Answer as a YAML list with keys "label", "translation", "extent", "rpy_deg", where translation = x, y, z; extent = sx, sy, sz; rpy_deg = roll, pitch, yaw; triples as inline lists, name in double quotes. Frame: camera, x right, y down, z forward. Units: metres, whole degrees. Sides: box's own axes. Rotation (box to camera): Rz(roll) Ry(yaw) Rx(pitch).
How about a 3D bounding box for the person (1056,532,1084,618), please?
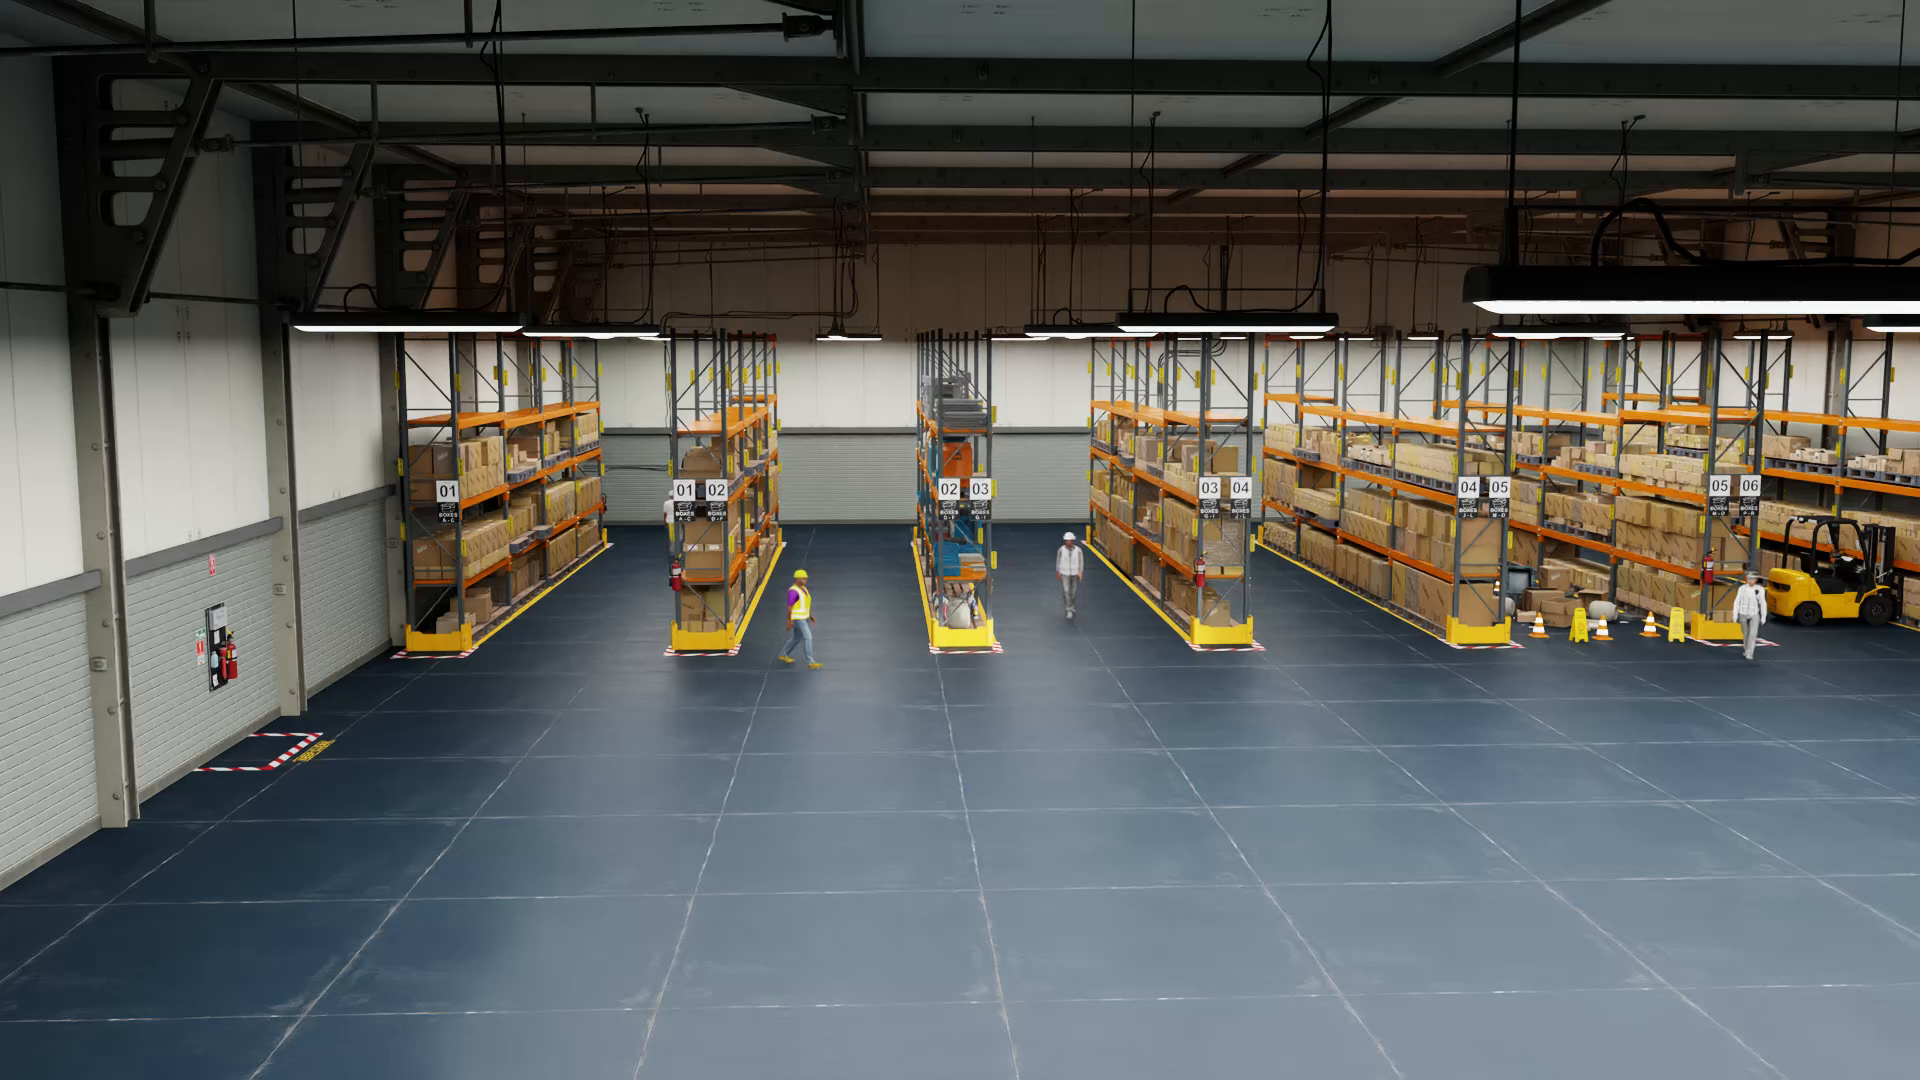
- label: "person"
  translation: [2.327, 0.714, 35.060]
  extent: [0.566, 1.753, 0.877]
  rpy_deg: [0, 7, -3]

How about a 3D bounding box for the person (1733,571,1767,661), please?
- label: "person"
  translation: [14.260, 1.364, 30.079]
  extent: [0.518, 1.610, 1.043]
  rpy_deg: [5, 9, 39]

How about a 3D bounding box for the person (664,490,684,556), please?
- label: "person"
  translation: [-7.788, -0.457, 45.082]
  extent: [0.607, 1.766, 0.497]
  rpy_deg: [5, 8, 35]

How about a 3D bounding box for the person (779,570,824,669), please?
- label: "person"
  translation: [-2.826, 1.394, 29.571]
  extent: [0.945, 1.739, 0.564]
  rpy_deg: [1, 7, 12]
